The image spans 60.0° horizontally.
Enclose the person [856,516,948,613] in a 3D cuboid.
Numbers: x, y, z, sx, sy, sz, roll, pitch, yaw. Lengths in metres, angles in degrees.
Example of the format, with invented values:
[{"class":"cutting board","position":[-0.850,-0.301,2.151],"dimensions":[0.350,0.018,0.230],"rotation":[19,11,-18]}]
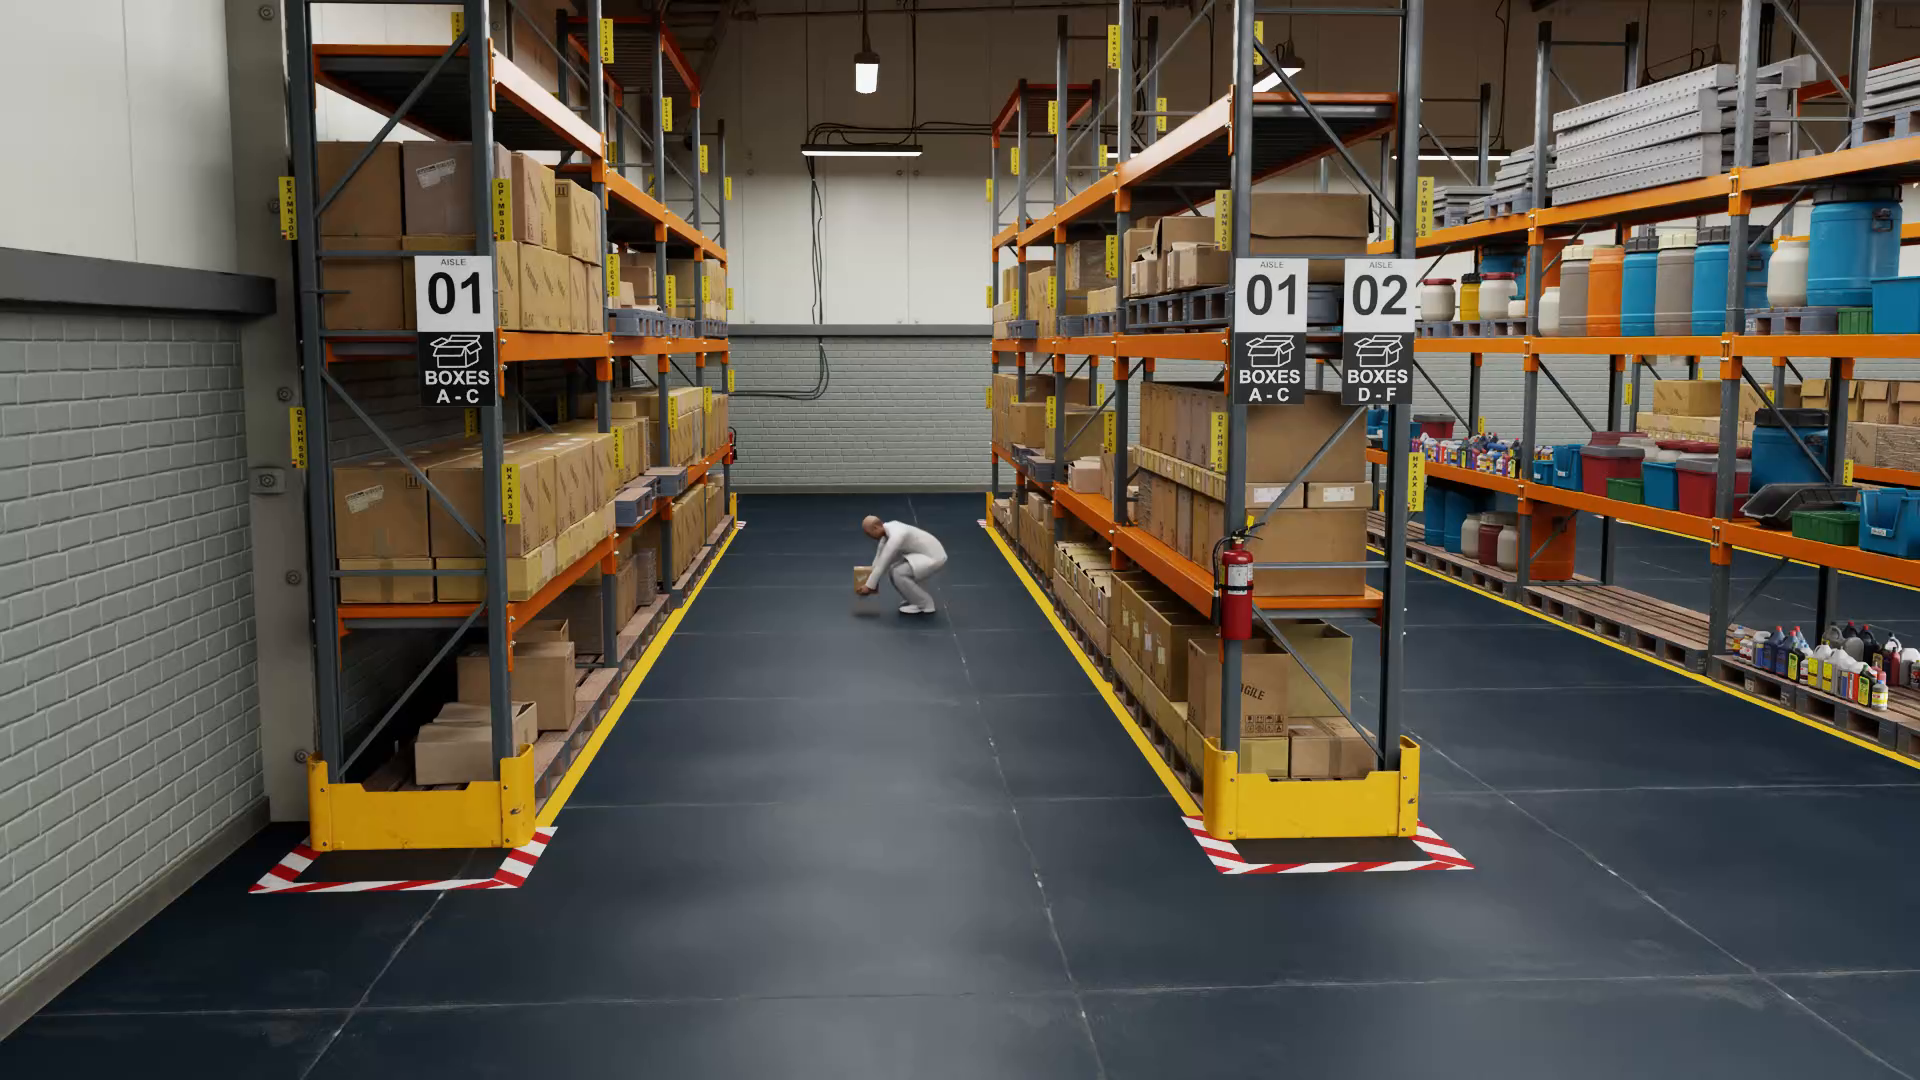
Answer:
[{"class":"person","position":[-0.603,0.251,17.114],"dimensions":[0.947,0.976,0.580],"rotation":[-1,7,-5]}]
